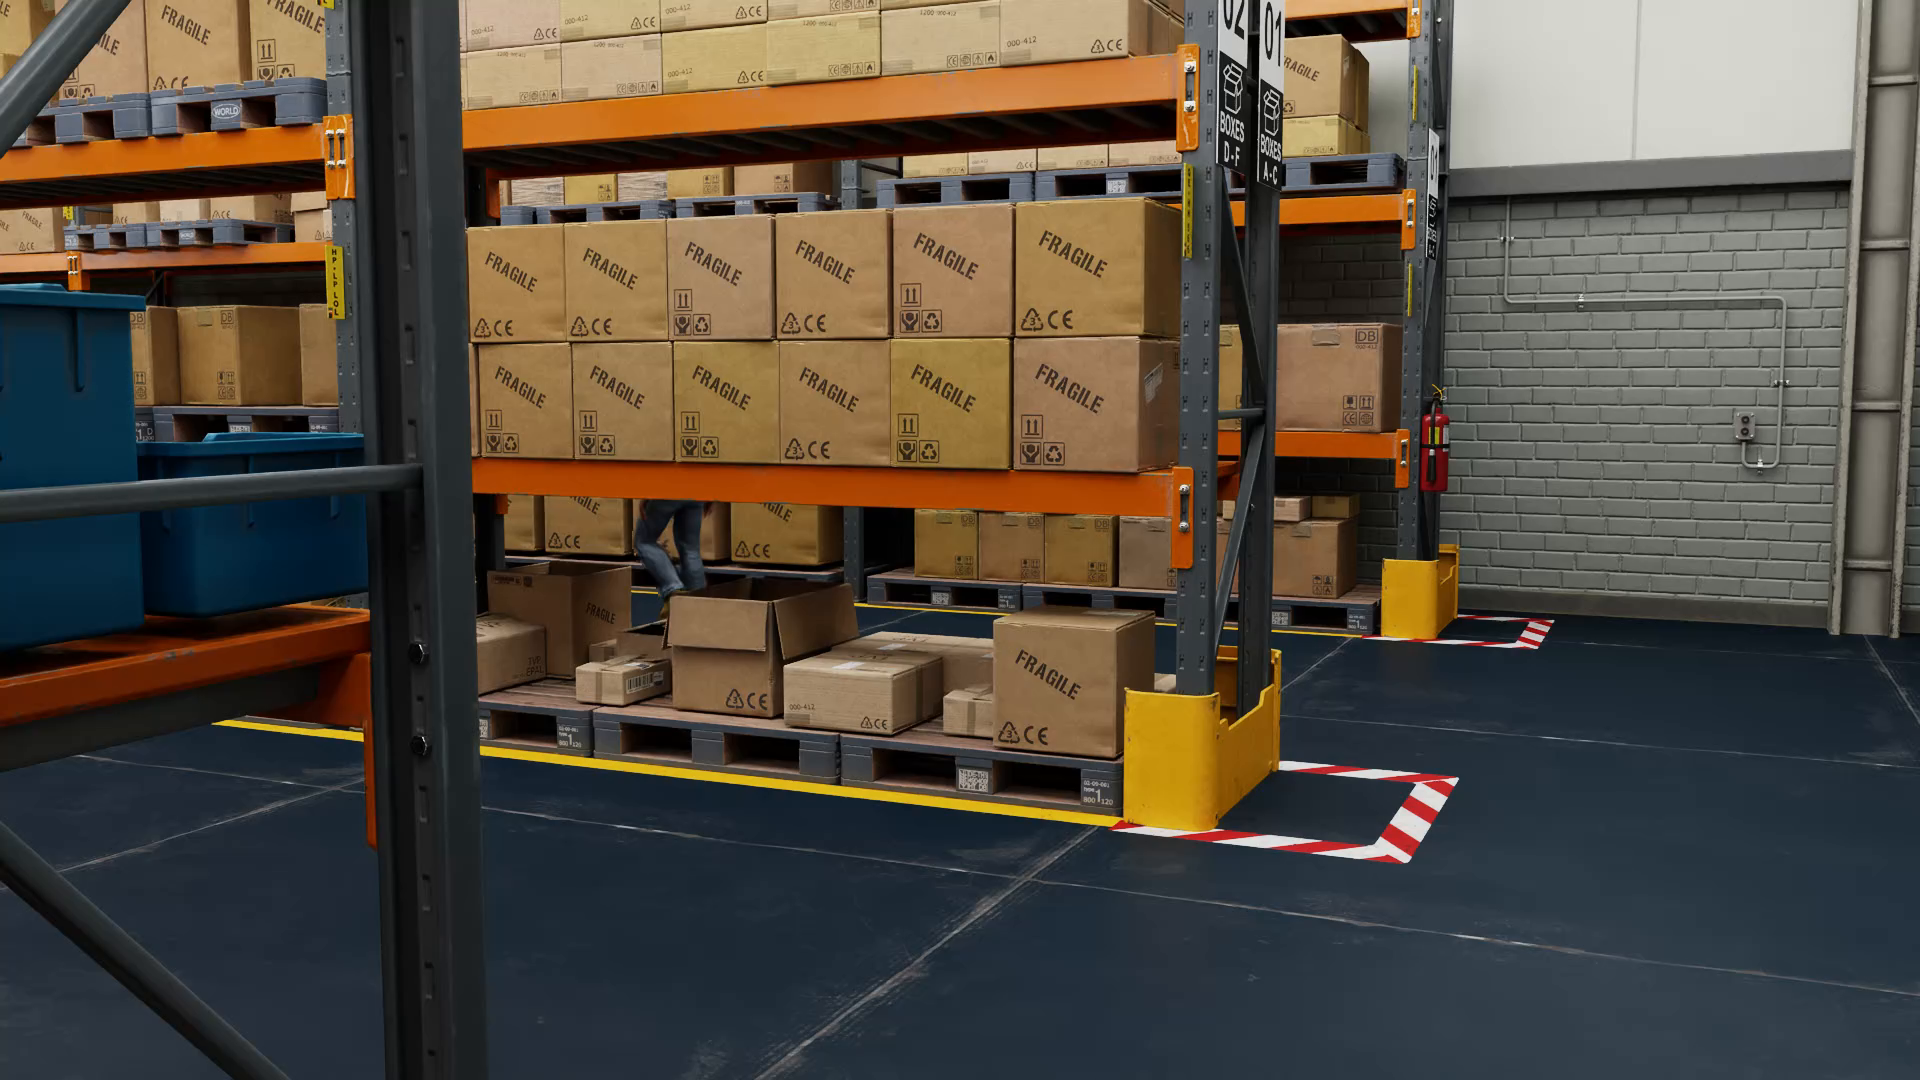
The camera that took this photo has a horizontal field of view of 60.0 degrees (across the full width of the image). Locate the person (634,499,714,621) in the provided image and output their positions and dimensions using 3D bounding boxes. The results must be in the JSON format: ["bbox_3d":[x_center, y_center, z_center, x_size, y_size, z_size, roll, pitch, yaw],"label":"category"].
[{"bbox_3d":[-1.881,-0.319,10.961,0.592,1.765,0.454,-4,7,-36],"label":"person"}]
